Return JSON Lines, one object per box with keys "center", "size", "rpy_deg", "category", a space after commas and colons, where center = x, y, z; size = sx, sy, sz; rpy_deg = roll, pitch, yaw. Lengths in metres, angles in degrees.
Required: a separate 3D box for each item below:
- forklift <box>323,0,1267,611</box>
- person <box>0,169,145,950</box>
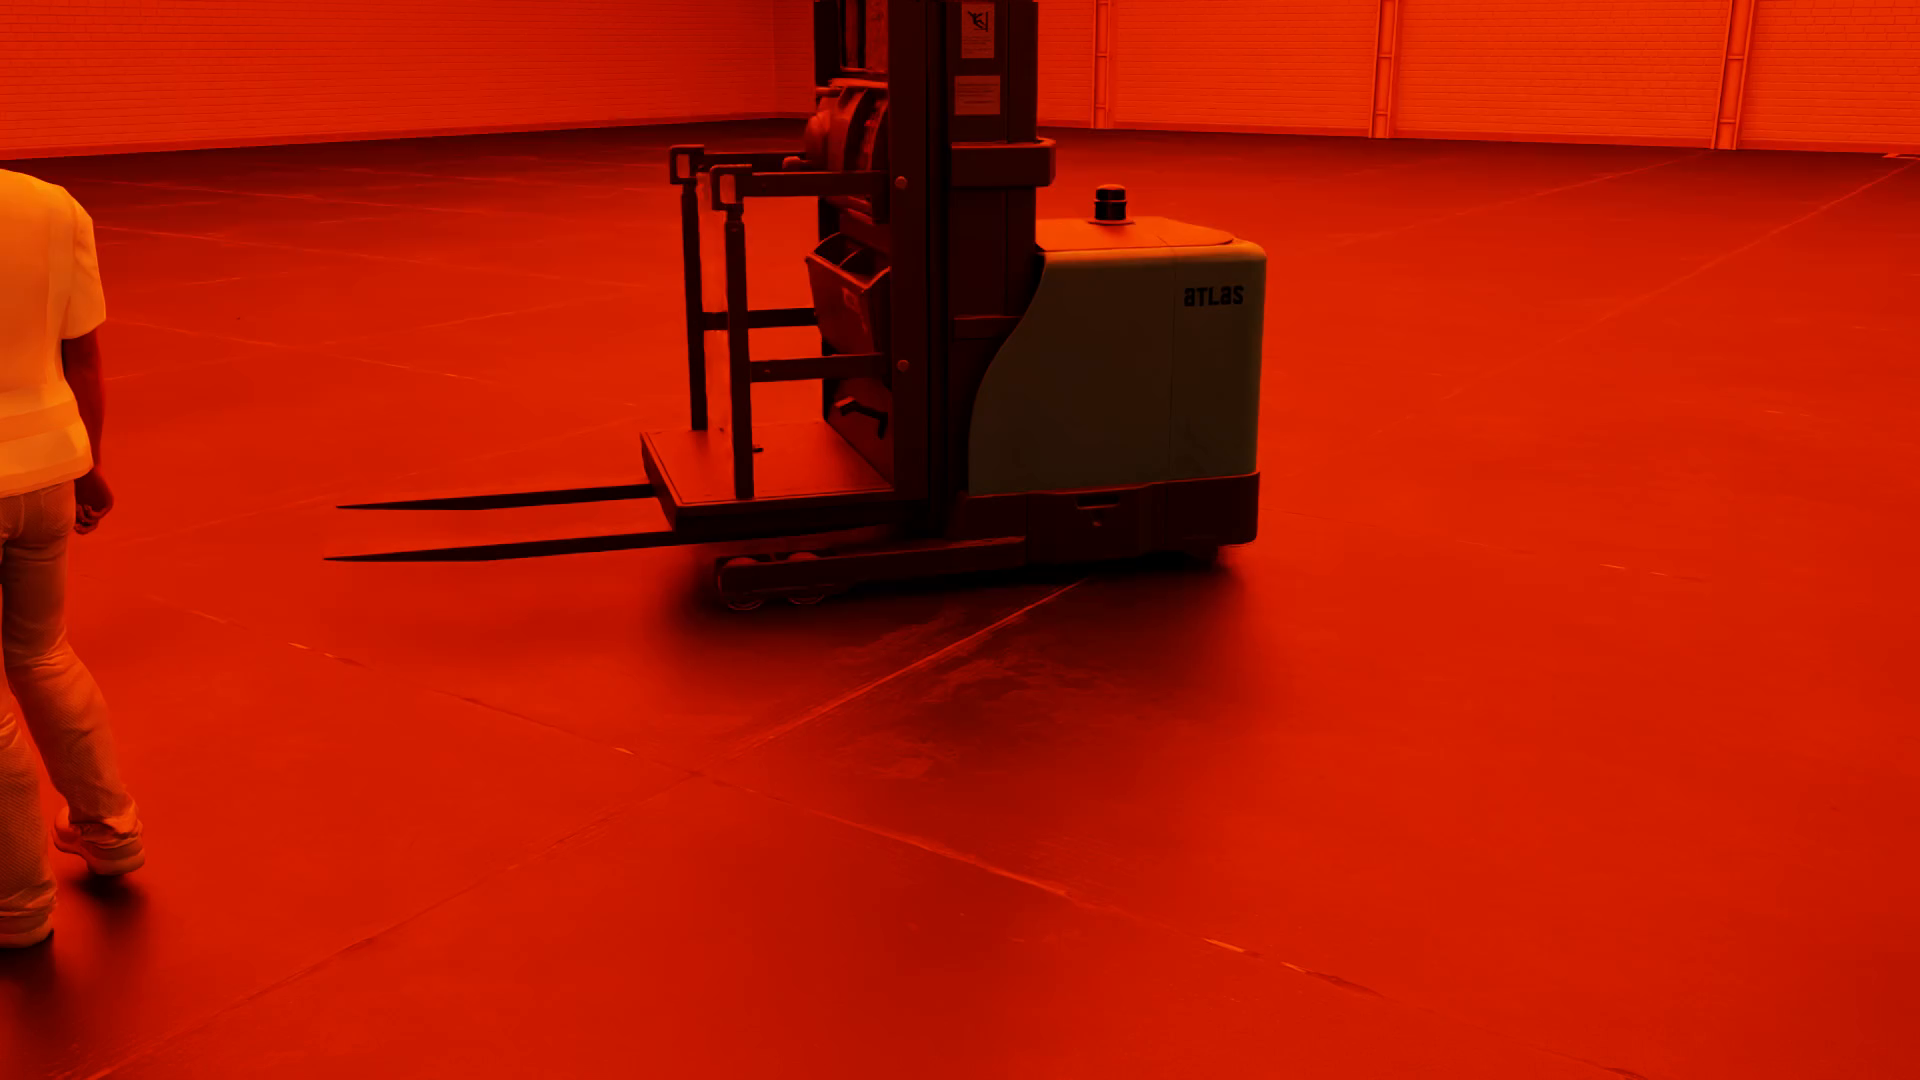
{"center": [-0.553, -1.350, 5.346], "size": [3.031, 2.935, 1.130], "rpy_deg": [-5, 17, -16], "category": "forklift"}
{"center": [-1.884, -0.090, 3.169], "size": [0.387, 1.767, 0.557], "rpy_deg": [8, 18, 25], "category": "person"}
